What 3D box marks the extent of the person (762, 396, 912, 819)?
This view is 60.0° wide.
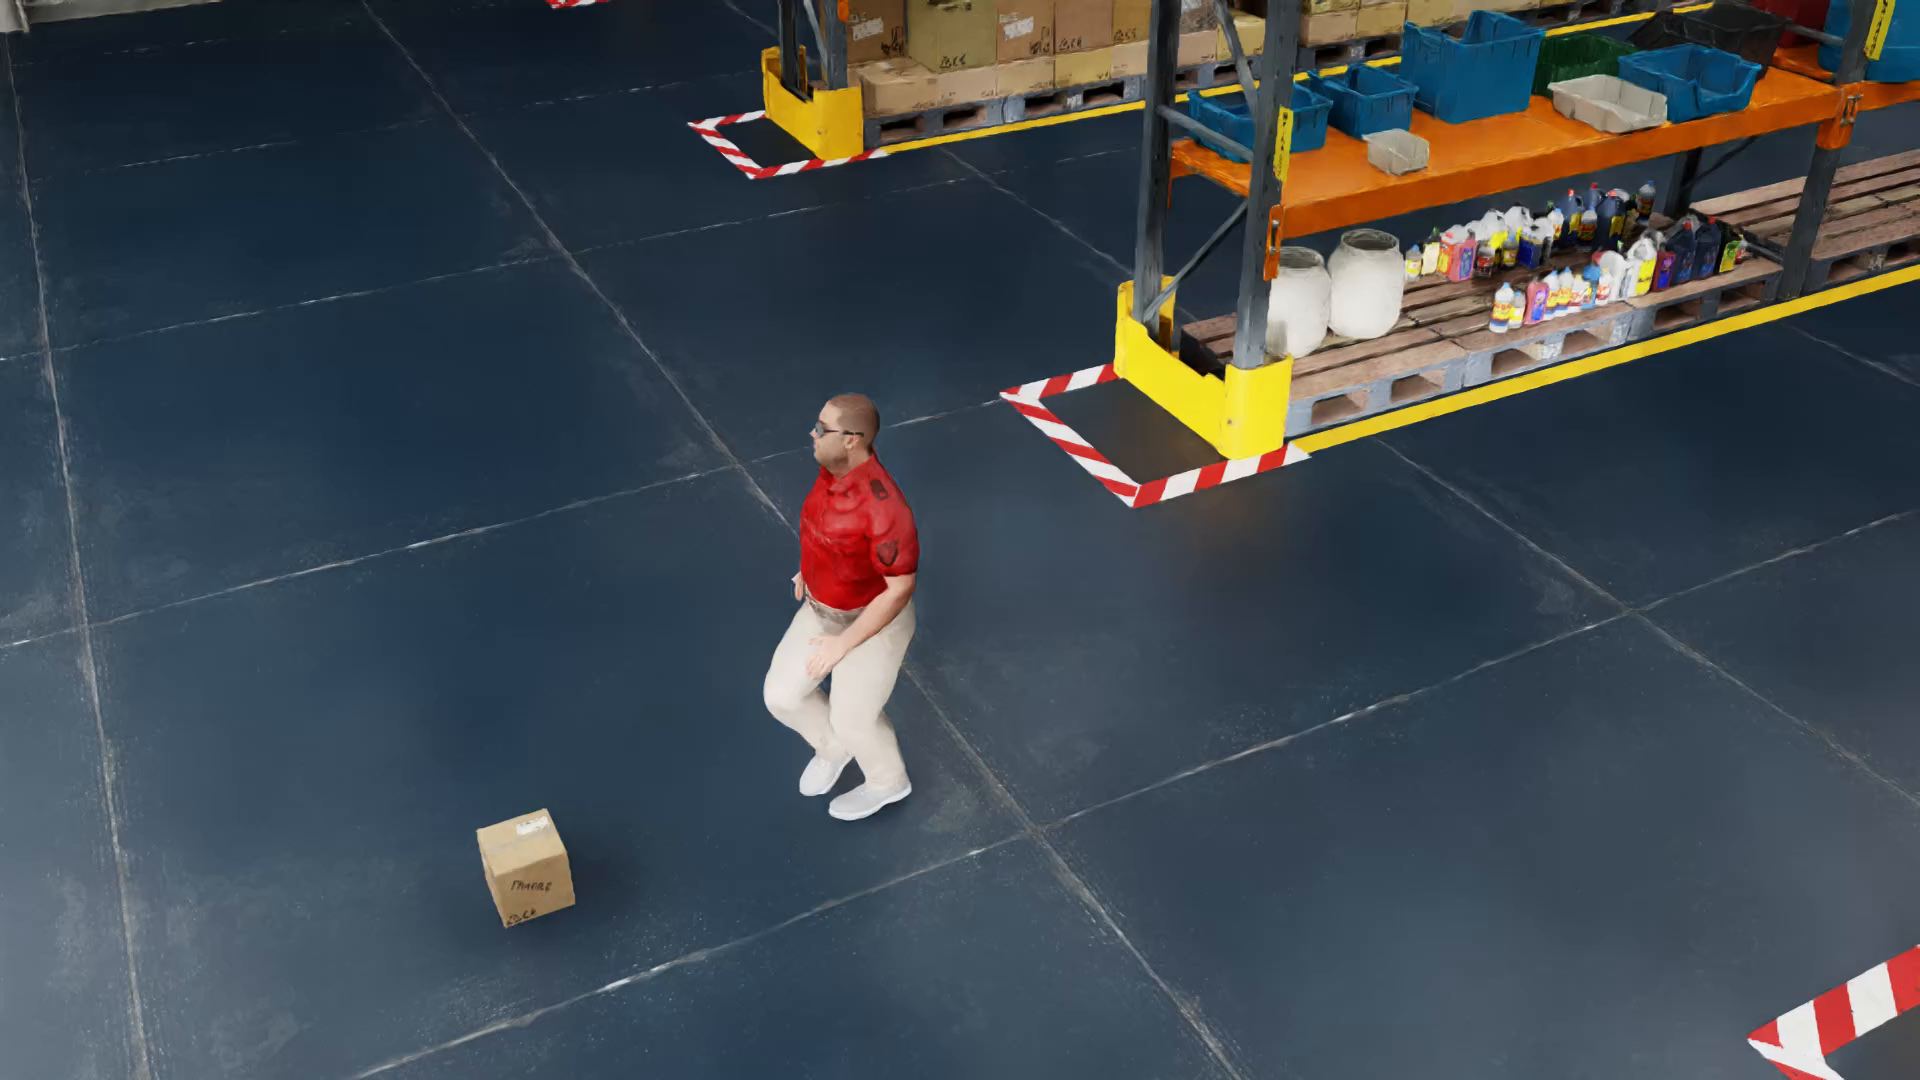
[{"bbox_3d":[-0.423,0.315,5.754,0.549,1.765,0.657,-24,40,-32],"label":"person"}]
